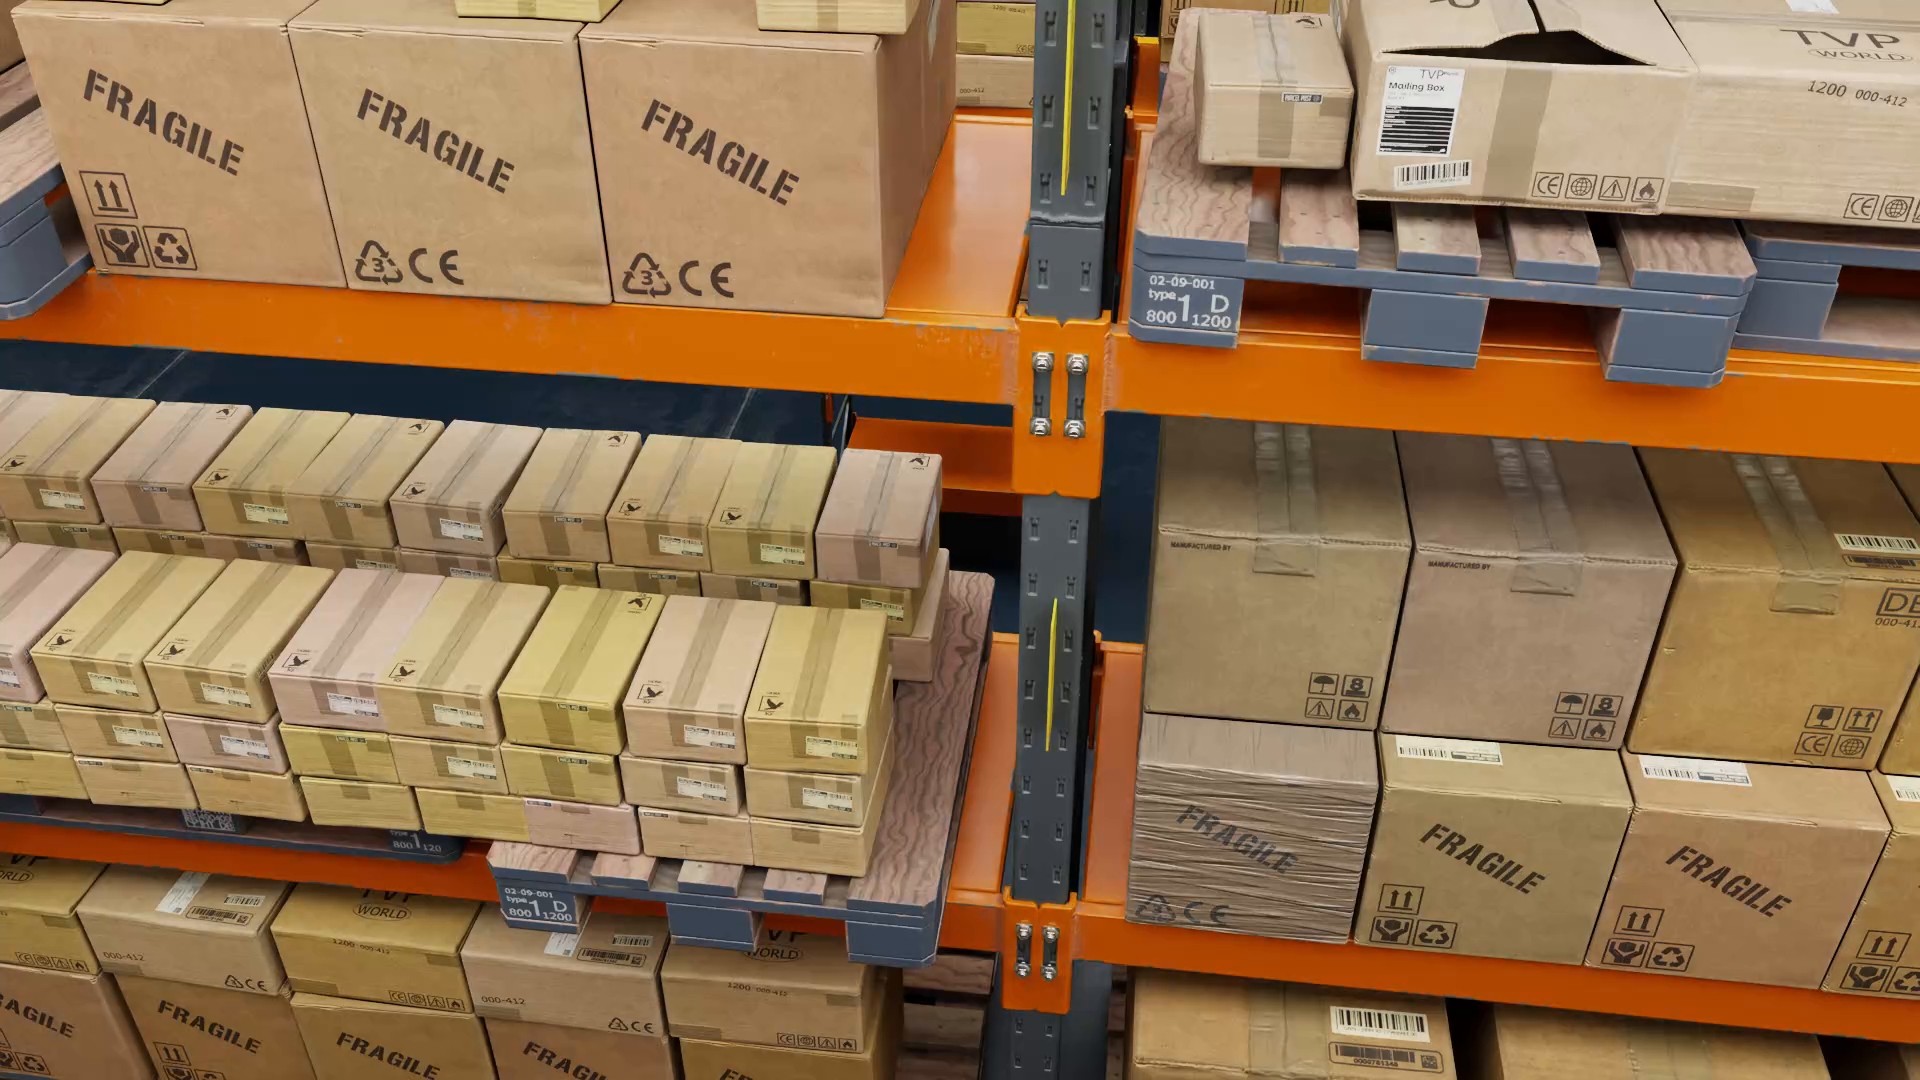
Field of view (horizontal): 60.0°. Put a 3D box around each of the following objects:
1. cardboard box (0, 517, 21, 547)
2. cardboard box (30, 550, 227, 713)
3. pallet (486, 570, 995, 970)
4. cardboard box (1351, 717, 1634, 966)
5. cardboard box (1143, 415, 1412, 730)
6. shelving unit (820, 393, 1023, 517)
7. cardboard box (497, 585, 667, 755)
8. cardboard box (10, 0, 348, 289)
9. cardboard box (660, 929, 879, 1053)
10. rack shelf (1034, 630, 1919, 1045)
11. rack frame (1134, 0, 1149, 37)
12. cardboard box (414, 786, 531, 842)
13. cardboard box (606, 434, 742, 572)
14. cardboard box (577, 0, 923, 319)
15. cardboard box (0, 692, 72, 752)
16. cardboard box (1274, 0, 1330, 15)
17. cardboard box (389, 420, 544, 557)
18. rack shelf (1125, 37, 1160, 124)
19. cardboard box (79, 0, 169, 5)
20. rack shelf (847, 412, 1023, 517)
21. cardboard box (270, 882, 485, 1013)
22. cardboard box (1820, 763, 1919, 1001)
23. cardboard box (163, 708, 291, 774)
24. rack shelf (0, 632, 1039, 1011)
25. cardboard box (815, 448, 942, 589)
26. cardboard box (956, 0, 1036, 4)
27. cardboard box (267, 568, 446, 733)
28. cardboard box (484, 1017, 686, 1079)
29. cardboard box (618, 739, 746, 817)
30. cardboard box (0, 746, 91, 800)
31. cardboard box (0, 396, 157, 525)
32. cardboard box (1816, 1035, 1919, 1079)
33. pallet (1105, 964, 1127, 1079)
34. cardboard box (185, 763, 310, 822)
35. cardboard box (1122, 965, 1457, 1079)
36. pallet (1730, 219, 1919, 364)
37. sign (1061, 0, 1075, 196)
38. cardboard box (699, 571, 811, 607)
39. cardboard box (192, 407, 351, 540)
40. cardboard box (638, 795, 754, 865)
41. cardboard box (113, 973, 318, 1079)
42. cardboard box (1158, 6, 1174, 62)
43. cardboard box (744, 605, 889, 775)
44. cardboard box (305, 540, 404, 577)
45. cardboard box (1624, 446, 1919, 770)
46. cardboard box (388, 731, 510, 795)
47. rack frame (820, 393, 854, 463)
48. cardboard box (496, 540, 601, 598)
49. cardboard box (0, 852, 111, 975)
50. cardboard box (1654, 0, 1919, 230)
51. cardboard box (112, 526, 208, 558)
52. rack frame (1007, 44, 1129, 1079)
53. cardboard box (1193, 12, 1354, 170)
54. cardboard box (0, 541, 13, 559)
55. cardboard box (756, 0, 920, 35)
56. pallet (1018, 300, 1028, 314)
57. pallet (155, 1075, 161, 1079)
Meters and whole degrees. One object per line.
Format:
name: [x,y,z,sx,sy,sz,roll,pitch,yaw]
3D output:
cardboard box: [-2.524,-0.114,4.427,0.250,0.149,0.380,3,36,4]
cardboard box: [-1.840,0.200,3.731,0.250,0.149,0.380,5,36,7]
pallet: [-0.476,0.486,4.152,1.003,0.211,1.213,4,36,6]
cardboard box: [1.160,0.583,3.765,0.500,0.500,0.500,4,36,6]
cardboard box: [0.689,-0.010,3.735,0.500,0.500,0.700,4,36,6]
shelving unit: [-0.007,-0.458,6.924,1.048,1.125,0.538,4,36,6]
cardboard box: [-0.809,0.277,3.622,0.250,0.149,0.380,5,36,7]
cardboard box: [-1.347,-0.827,3.159,0.500,0.500,0.500,4,36,6]
cardboard box: [-0.467,1.041,4.354,0.500,0.250,0.500,3,36,5]
rack shelf: [2.228,0.840,4.110,4.000,0.370,1.077,4,36,6]
rack frame: [1.403,-5.321,12.123,0.127,3.000,1.000,4,36,6]
cardboard box: [-1.051,0.500,3.822,0.250,0.149,0.380,4,36,5]
cardboard box: [-0.699,-0.097,4.146,0.250,0.149,0.380,4,36,6]
cardboard box: [-0.354,-0.758,3.062,0.500,0.500,0.500,4,36,6]
cardboard box: [-2.089,0.302,3.844,0.250,0.149,0.380,4,36,5]
cardboard box: [1.709,-2.592,7.596,0.500,0.500,0.500,6,36,8]
cardboard box: [-1.230,-0.135,4.200,0.250,0.149,0.380,6,36,8]
rack shelf: [2.758,-2.020,8.117,4.000,0.370,1.077,4,36,6]
cardboard box: [-1.468,-1.138,2.935,0.258,0.266,0.396,4,36,6]
rack shelf: [-0.007,-0.259,7.066,1.000,0.278,0.538,4,36,6]
cardboard box: [-1.472,0.963,4.463,0.500,0.250,0.500,5,36,7]
cardboard box: [2.154,0.659,3.659,0.500,0.500,0.500,4,36,5]
cardboard box: [-1.583,0.341,3.789,0.250,0.149,0.380,5,36,7]
rack shelf: [-1.739,0.544,4.525,4.000,0.370,1.077,4,36,6]
cardboard box: [-0.194,-0.058,4.092,0.250,0.149,0.380,4,36,6]
cardboard box: [0.229,-2.796,7.638,0.500,0.500,0.500,3,36,5]
cardboard box: [-1.312,0.238,3.677,0.250,0.149,0.380,4,36,6]
cardboard box: [-0.956,1.307,4.627,0.500,0.500,0.500,6,36,8]
cardboard box: [-0.568,0.416,3.683,0.250,0.149,0.380,6,36,8]
cardboard box: [-2.095,0.422,3.931,0.250,0.149,0.380,4,36,5]
cardboard box: [-2.273,-0.211,4.307,0.250,0.149,0.380,3,36,4]
cardboard box: [2.628,1.372,4.320,0.750,0.750,1.050,4,36,6]
pallet: [1.017,1.636,4.776,1.213,0.211,1.003,4,36,6]
cardboard box: [-1.575,0.461,3.877,0.250,0.149,0.380,5,36,7]
cardboard box: [0.837,1.241,4.504,0.750,0.750,1.050,4,36,5]
pallet: [1.999,-0.647,3.155,1.213,0.211,1.003,6,36,8]
sign: [0.173,-0.720,2.649,0.005,0.325,0.100,4,36,6]
cardboard box: [-0.479,0.039,4.212,0.250,0.149,0.380,6,36,8]
cardboard box: [-1.740,-0.174,4.255,0.250,0.149,0.380,4,36,5]
cardboard box: [-0.549,0.539,3.767,0.250,0.149,0.380,4,36,6]
cardboard box: [-1.977,1.226,4.740,0.500,0.500,0.500,5,36,7]
cardboard box: [1.073,-2.398,7.883,0.250,0.149,0.380,2,36,3]
cardboard box: [-0.300,0.316,3.567,0.250,0.149,0.380,3,36,4]
cardboard box: [-1.487,-0.036,4.318,0.250,0.149,0.380,4,36,6]
cardboard box: [1.699,0.064,3.632,0.500,0.500,0.700,4,36,5]
cardboard box: [-1.078,0.380,3.735,0.250,0.149,0.380,4,36,6]
rack frame: [-0.511,-0.496,6.977,0.032,1.125,0.500,4,36,6]
cardboard box: [-0.994,0.003,4.263,0.250,0.149,0.380,4,36,6]
cardboard box: [-2.495,0.889,4.566,0.500,0.250,0.500,5,36,7]
cardboard box: [1.431,-0.755,2.825,0.500,0.250,0.500,5,36,7]
cardboard box: [-1.995,-0.075,4.372,0.250,0.149,0.380,4,36,6]
rack frame: [0.245,0.399,4.109,0.127,3.000,1.000,4,36,6]
cardboard box: [0.555,-0.814,2.995,0.250,0.149,0.380,3,36,4]
cardboard box: [-2.358,0.163,3.783,0.250,0.149,0.380,4,36,6]
cardboard box: [-0.190,-1.054,2.818,0.258,0.266,0.396,4,36,6]
pallet: [0.002,-1.427,9.068,1.213,0.211,1.003,4,36,6]
pallet: [-1.737,1.384,5.129,1.213,0.211,1.003,4,36,6]
